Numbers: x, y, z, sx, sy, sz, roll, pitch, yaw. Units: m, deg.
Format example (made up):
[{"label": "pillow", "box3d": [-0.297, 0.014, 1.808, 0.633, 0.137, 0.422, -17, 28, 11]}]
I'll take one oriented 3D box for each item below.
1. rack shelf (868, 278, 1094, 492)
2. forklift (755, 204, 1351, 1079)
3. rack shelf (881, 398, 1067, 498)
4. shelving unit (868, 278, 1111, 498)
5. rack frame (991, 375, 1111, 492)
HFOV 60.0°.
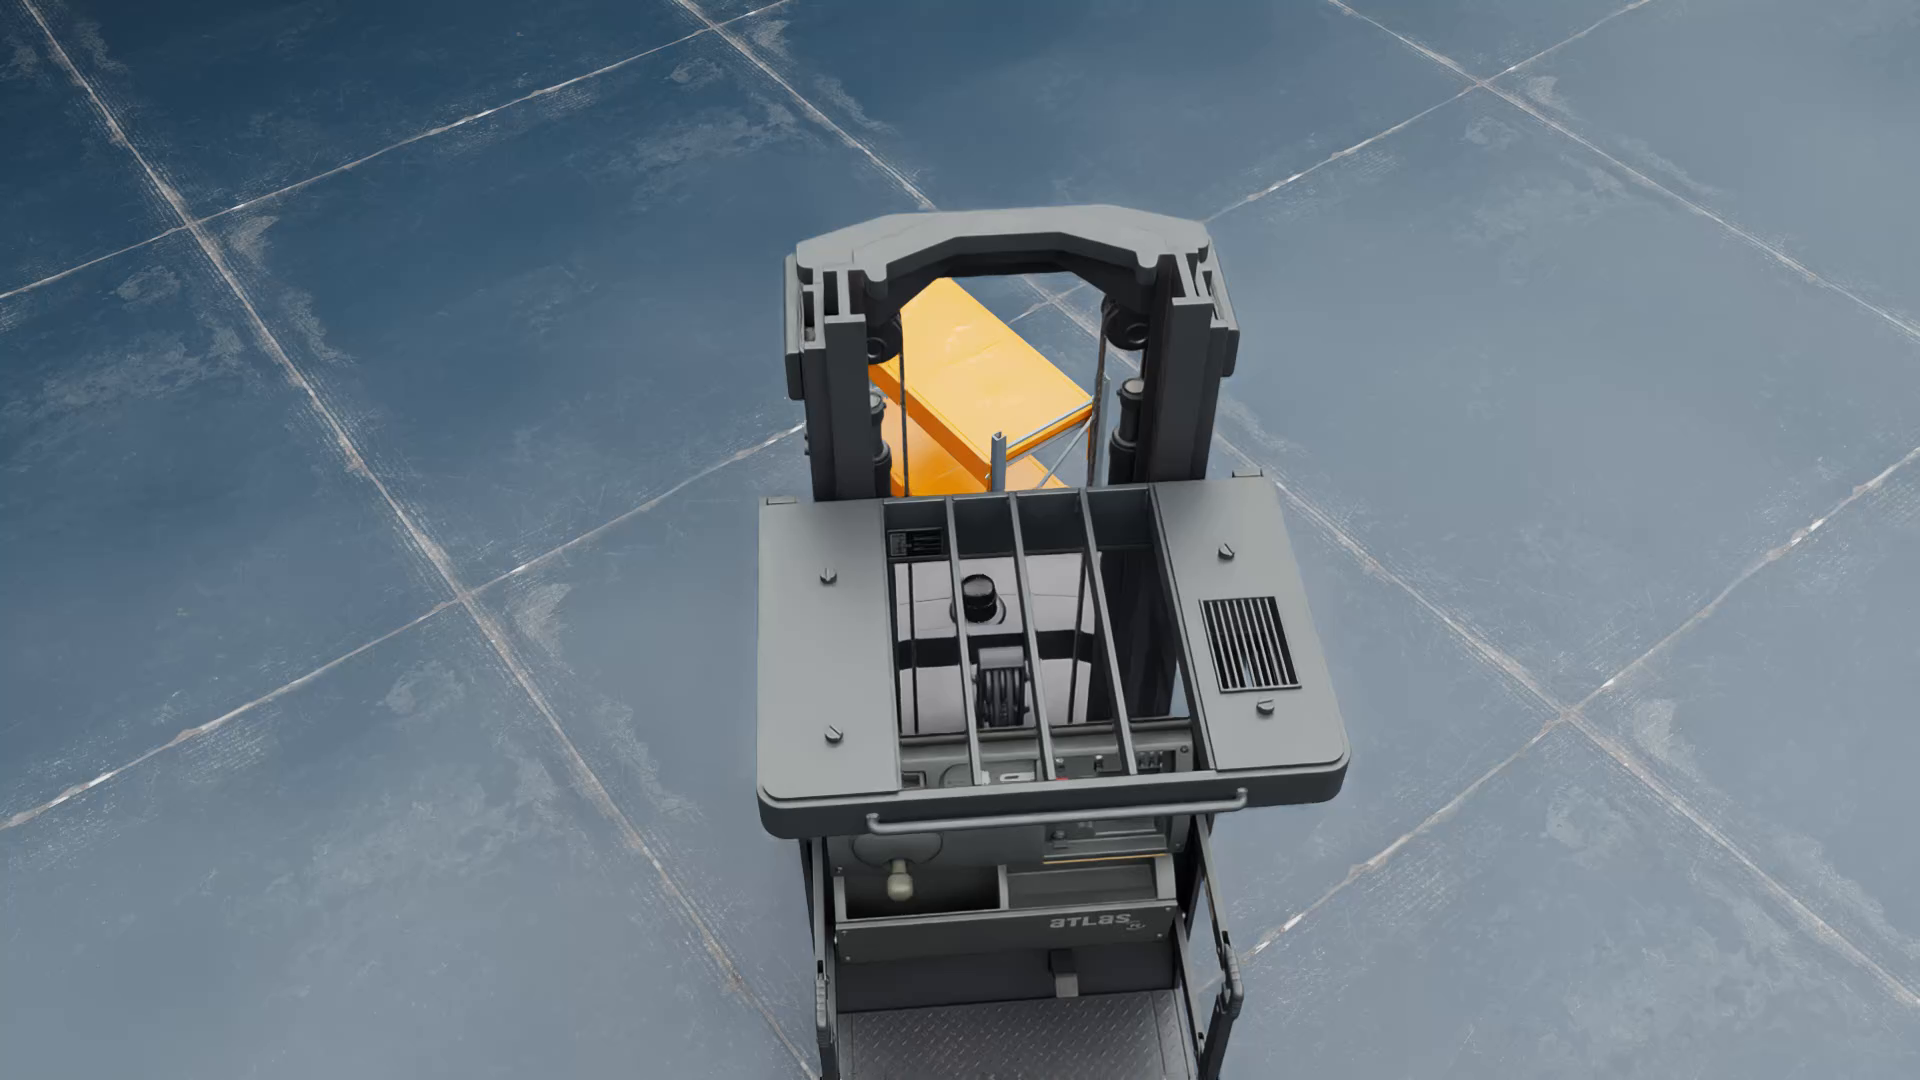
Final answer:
[{"label": "rack shelf", "box3d": [0.004, -0.570, 6.112, 0.538, 0.278, 1.000, -29, 54, -24]}, {"label": "forklift", "box3d": [0.142, 0.795, 4.050, 1.130, 2.935, 3.031, -3, 48, -3]}, {"label": "rack shelf", "box3d": [0.004, -0.210, 6.510, 0.538, 0.278, 1.000, -29, 54, -24]}, {"label": "shelving unit", "box3d": [0.004, -0.374, 6.328, 0.538, 1.125, 1.048, -29, 54, -24]}, {"label": "rack frame", "box3d": [0.312, -0.074, 6.057, 0.500, 1.125, 0.032, -29, 54, -24]}]
